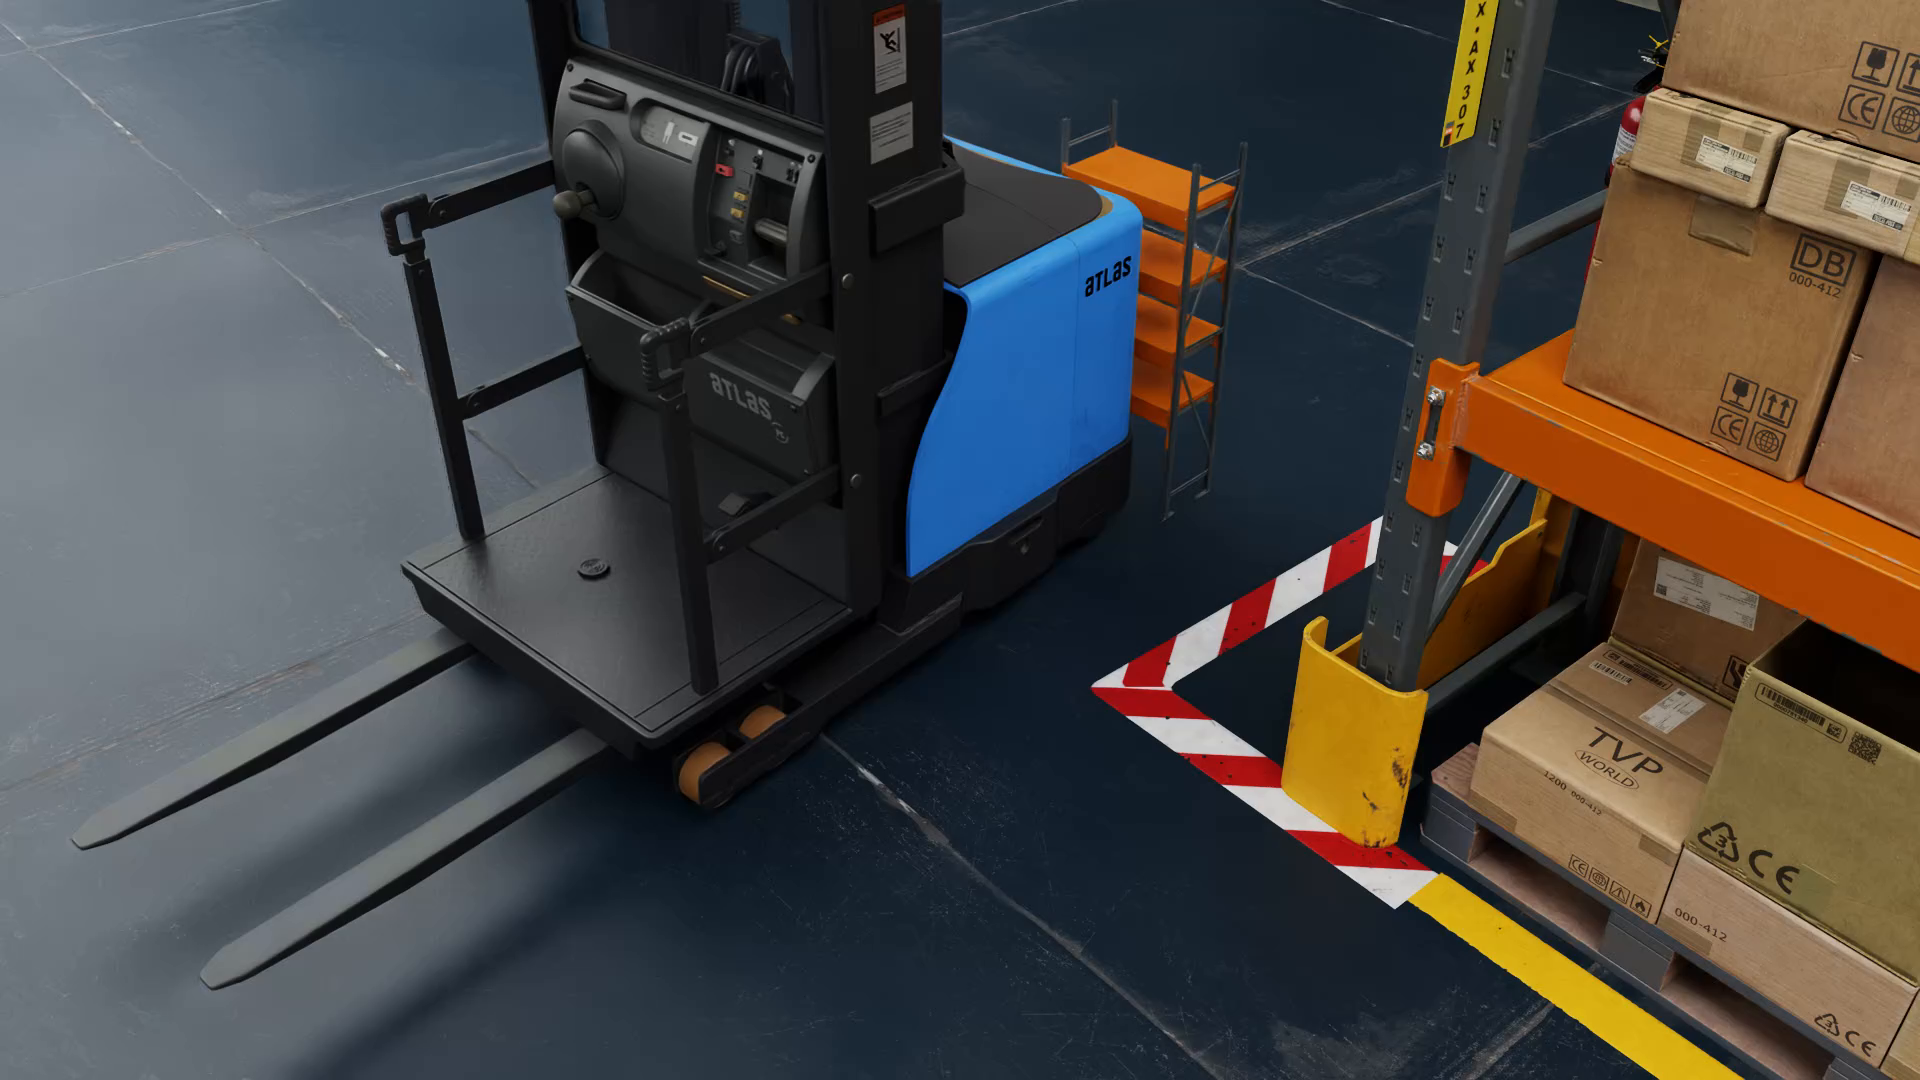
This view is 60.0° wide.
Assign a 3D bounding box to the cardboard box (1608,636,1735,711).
[{"bbox_3d":[1.957,0.358,4.164,0.500,0.250,0.500,-26,43,-32],"label":"cardboard box"}]

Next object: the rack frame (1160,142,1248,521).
[{"bbox_3d":[0.737,-0.604,5.063,0.015,1.200,0.240,30,44,35],"label":"rack frame"}]

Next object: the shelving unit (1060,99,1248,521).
[{"bbox_3d":[0.563,-0.703,5.203,0.503,1.200,0.258,30,44,35],"label":"shelving unit"}]

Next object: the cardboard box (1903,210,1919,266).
[{"bbox_3d":[1.806,-0.545,2.776,0.380,0.149,0.250,-26,43,-32],"label":"cardboard box"}]

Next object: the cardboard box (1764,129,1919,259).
[{"bbox_3d":[1.646,-0.655,2.932,0.380,0.149,0.250,-27,43,-33],"label":"cardboard box"}]

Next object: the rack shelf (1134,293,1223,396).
[{"bbox_3d":[0.562,-0.648,5.241,0.480,0.148,0.258,30,44,35],"label":"rack shelf"}]

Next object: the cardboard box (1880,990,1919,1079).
[{"bbox_3d":[2.209,0.992,3.270,0.500,0.250,0.500,-26,43,-32],"label":"cardboard box"}]

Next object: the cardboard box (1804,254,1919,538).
[{"bbox_3d":[2.019,-0.319,3.018,0.700,0.500,0.500,-25,42,-31],"label":"cardboard box"}]

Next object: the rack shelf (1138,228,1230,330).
[{"bbox_3d":[0.564,-0.831,5.113,0.480,0.148,0.258,30,44,35],"label":"rack shelf"}]

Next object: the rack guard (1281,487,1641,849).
[{"bbox_3d":[1.369,0.291,4.407,1.175,0.500,0.348,-26,43,-32],"label":"rack guard"}]

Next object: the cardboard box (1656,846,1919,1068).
[{"bbox_3d":[1.886,0.771,3.582,0.500,0.250,0.500,-26,43,-32],"label":"cardboard box"}]

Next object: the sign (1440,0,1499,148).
[{"bbox_3d":[0.957,-0.900,3.108,0.100,0.325,0.005,-26,43,-32],"label":"sign"}]

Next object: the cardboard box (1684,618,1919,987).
[{"bbox_3d":[1.885,0.466,3.364,0.500,0.500,0.500,-26,43,-32],"label":"cardboard box"}]

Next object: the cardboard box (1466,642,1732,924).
[{"bbox_3d":[1.561,0.552,3.892,0.500,0.250,0.500,-26,43,-32],"label":"cardboard box"}]

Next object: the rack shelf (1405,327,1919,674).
[{"bbox_3d":[2.675,0.458,2.631,1.077,0.370,4.000,-26,43,-32],"label":"rack shelf"}]

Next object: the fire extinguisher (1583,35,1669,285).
[{"bbox_3d":[1.663,-0.913,4.010,0.296,0.674,0.183,-26,43,-32],"label":"fire extinguisher"}]

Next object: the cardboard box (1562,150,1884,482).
[{"bbox_3d":[1.676,-0.549,3.343,0.700,0.500,0.500,-26,43,-32],"label":"cardboard box"}]

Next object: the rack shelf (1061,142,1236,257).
[{"bbox_3d":[0.565,-1.025,4.978,0.480,0.148,0.258,30,44,35],"label":"rack shelf"}]

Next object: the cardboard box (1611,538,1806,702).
[{"bbox_3d":[1.958,0.052,3.949,0.500,0.500,0.500,-26,43,-32],"label":"cardboard box"}]

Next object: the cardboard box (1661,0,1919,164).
[{"bbox_3d":[1.710,-1.055,2.935,0.700,0.500,0.500,-26,43,-32],"label":"cardboard box"}]

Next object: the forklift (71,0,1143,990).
[{"bbox_3d":[-0.818,-0.841,3.901,1.130,2.935,3.031,27,44,33],"label":"forklift"}]

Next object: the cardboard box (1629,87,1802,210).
[{"bbox_3d":[1.474,-0.771,3.095,0.380,0.149,0.250,-26,43,-32],"label":"cardboard box"}]

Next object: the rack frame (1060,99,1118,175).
[{"bbox_3d":[0.389,-0.802,5.342,0.015,1.200,0.240,30,44,35],"label":"rack frame"}]

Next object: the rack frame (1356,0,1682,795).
[{"bbox_3d":[1.385,-0.719,3.670,1.000,3.000,0.127,-26,43,-32],"label":"rack frame"}]

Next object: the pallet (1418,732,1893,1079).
[{"bbox_3d":[1.910,0.741,4.021,1.003,0.211,1.213,-26,43,-32],"label":"pallet"}]

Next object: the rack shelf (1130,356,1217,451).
[{"bbox_3d":[0.561,-0.485,5.355,0.480,0.148,0.258,30,44,35],"label":"rack shelf"}]
